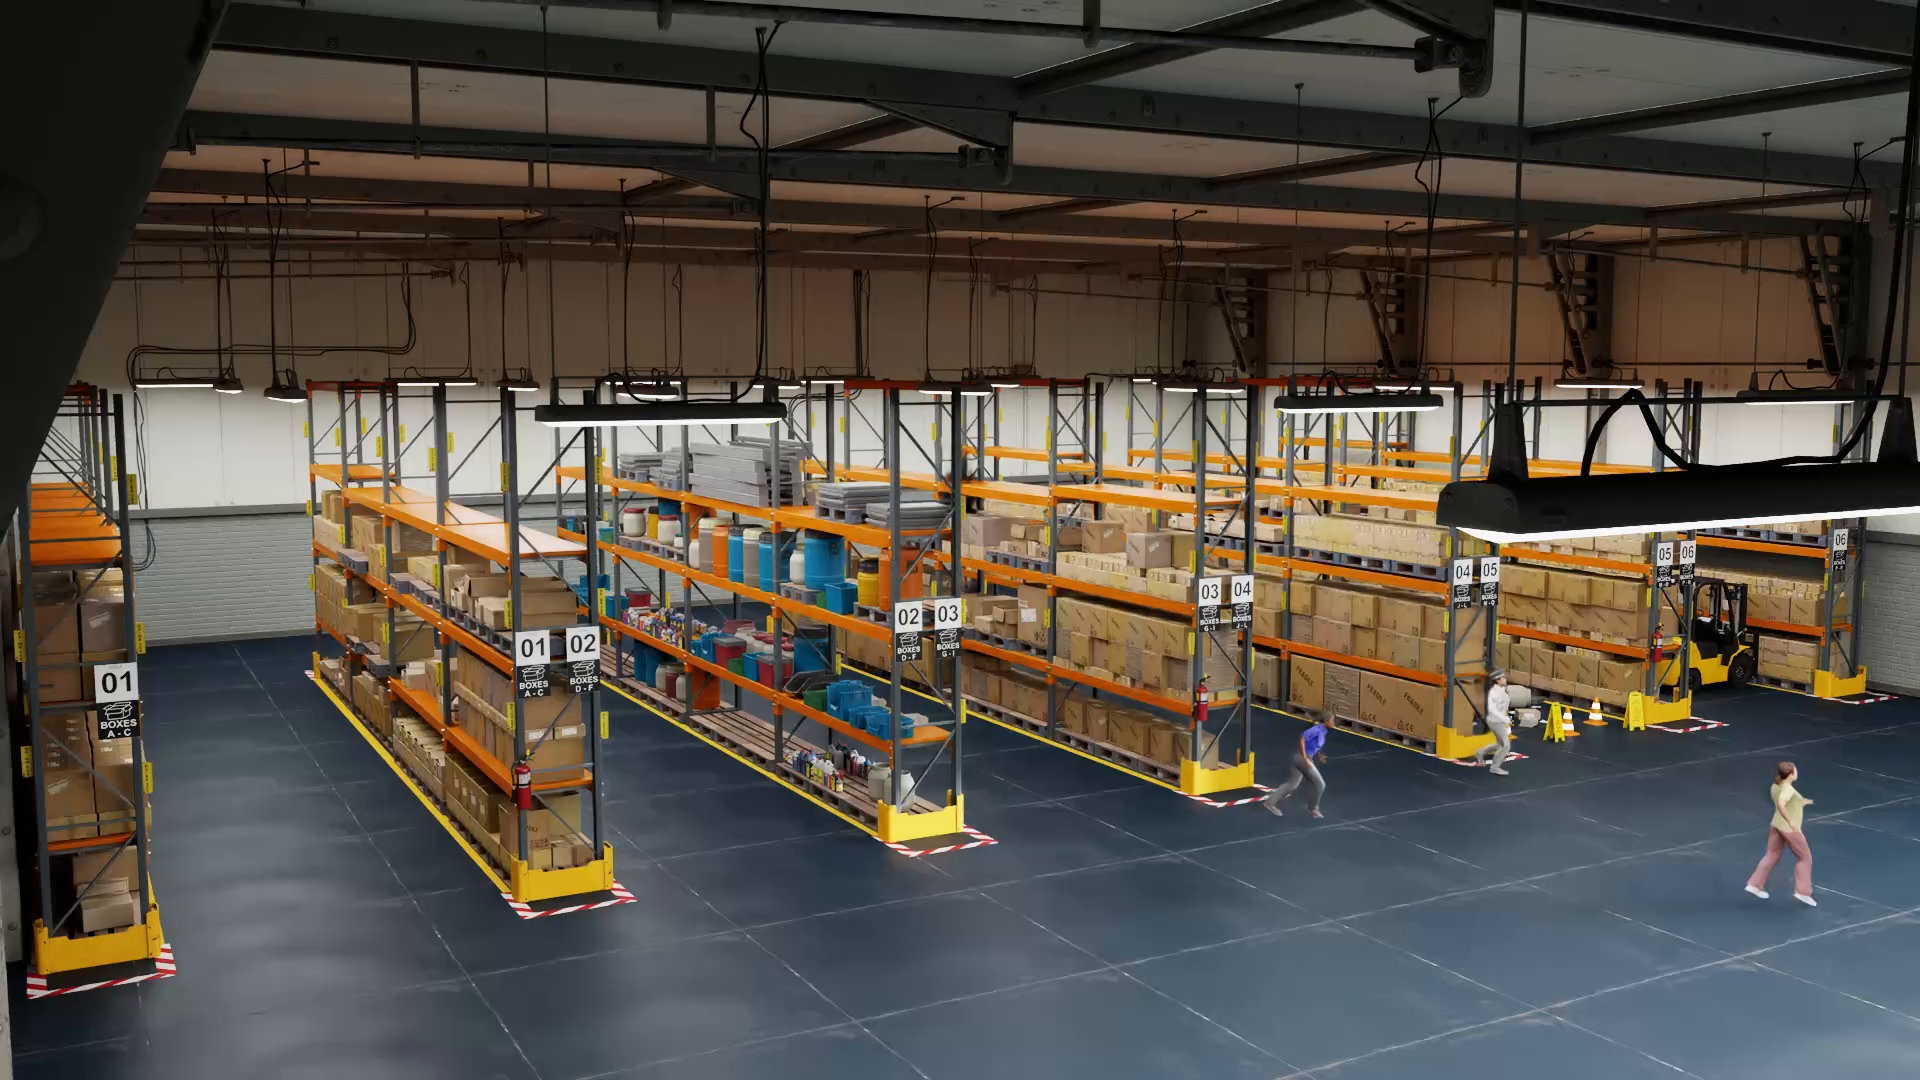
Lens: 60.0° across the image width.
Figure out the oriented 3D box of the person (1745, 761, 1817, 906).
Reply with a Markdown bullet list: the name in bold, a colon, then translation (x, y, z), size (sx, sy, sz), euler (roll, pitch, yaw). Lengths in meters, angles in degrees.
- **person**: translation (9.618, 3.426, 19.415), size (0.830, 1.715, 0.552), euler (-1, 6, -9)

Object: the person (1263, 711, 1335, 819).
- **person**: translation (4.742, 3.137, 23.207), size (0.925, 1.564, 0.570), euler (2, 6, 16)

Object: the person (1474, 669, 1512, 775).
- **person**: translation (8.226, 2.784, 25.632), size (0.579, 1.647, 0.647), euler (3, 7, 26)

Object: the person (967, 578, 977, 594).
- **person**: translation (0.388, 1.017, 42.305), size (0.846, 1.661, 0.704), euler (0, 6, 4)
